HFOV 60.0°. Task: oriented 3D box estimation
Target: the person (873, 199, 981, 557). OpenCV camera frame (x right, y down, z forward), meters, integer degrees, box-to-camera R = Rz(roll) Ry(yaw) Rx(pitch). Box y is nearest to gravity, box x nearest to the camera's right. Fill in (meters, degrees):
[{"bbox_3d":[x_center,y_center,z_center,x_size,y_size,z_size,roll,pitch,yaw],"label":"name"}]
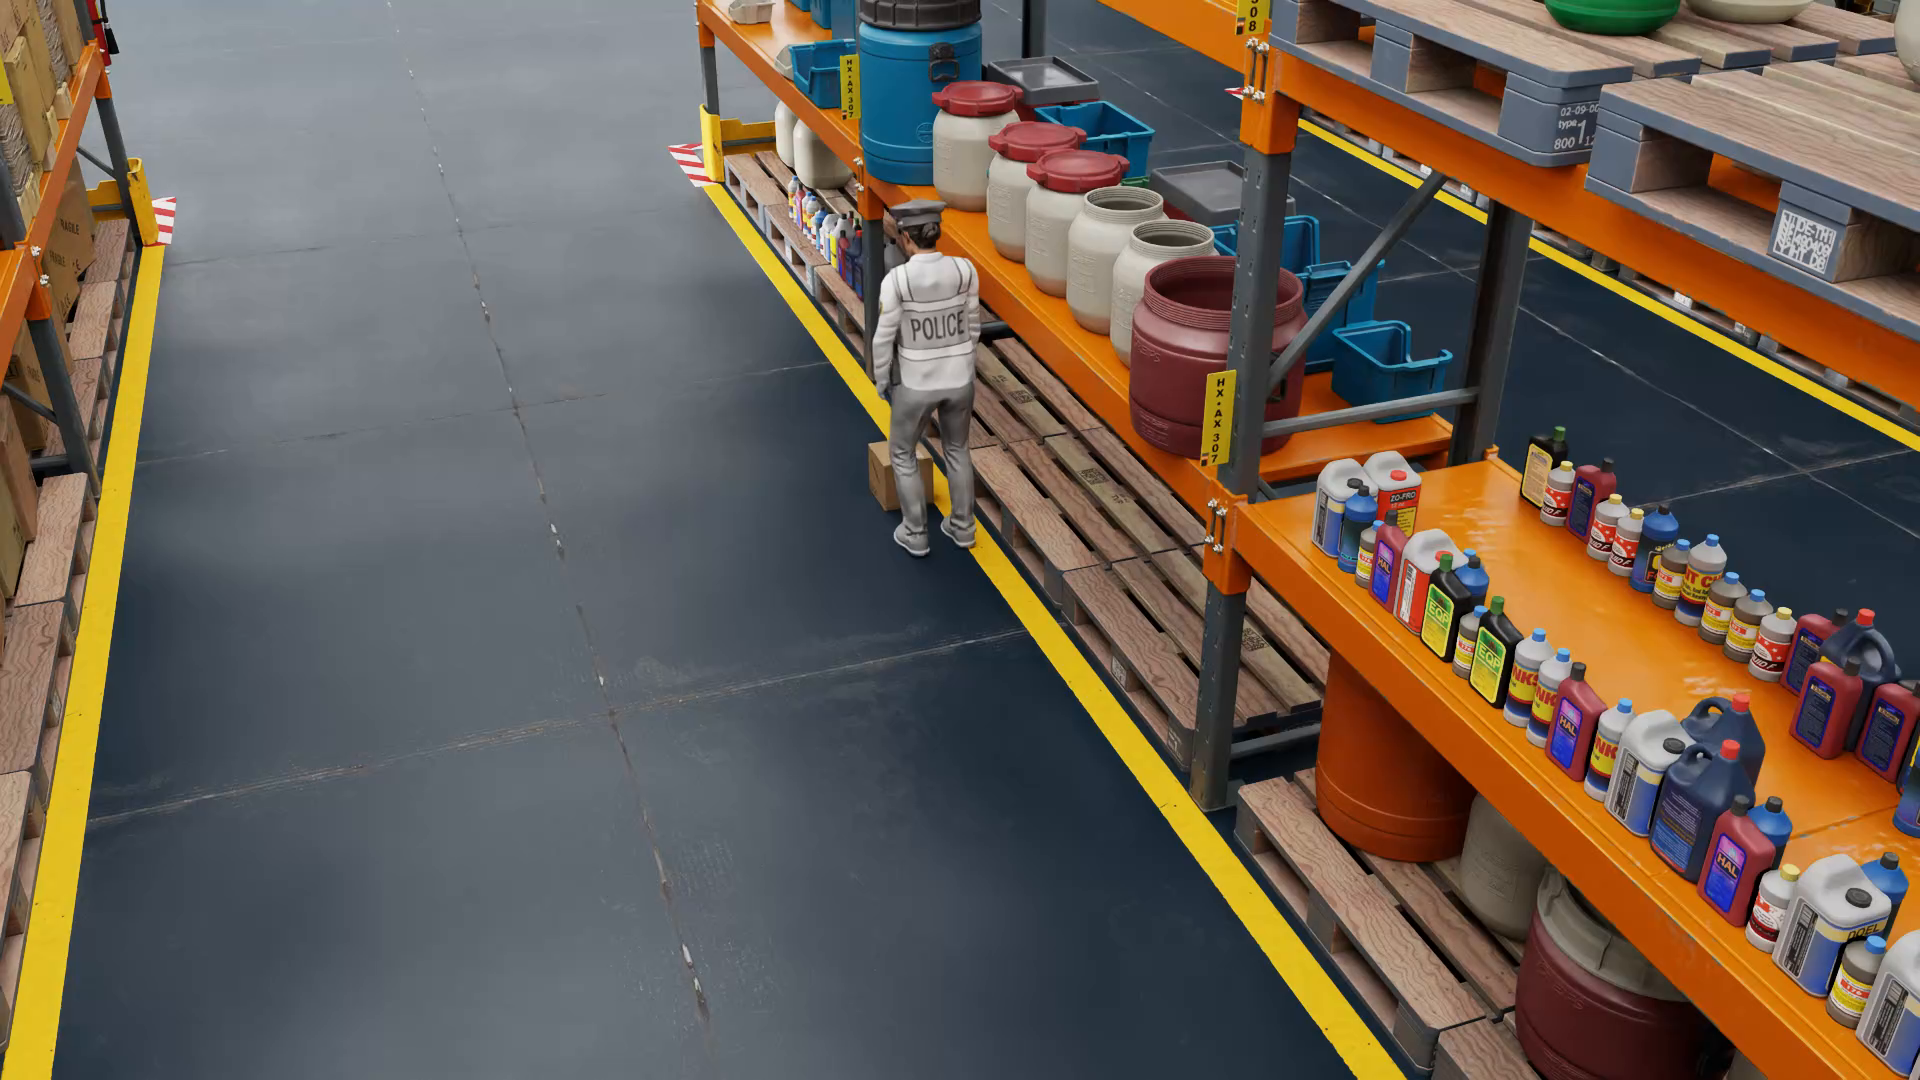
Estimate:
[{"bbox_3d":[-0.149,-0.700,7.376,0.492,1.642,0.412,-10,31,-16],"label":"person"}]
